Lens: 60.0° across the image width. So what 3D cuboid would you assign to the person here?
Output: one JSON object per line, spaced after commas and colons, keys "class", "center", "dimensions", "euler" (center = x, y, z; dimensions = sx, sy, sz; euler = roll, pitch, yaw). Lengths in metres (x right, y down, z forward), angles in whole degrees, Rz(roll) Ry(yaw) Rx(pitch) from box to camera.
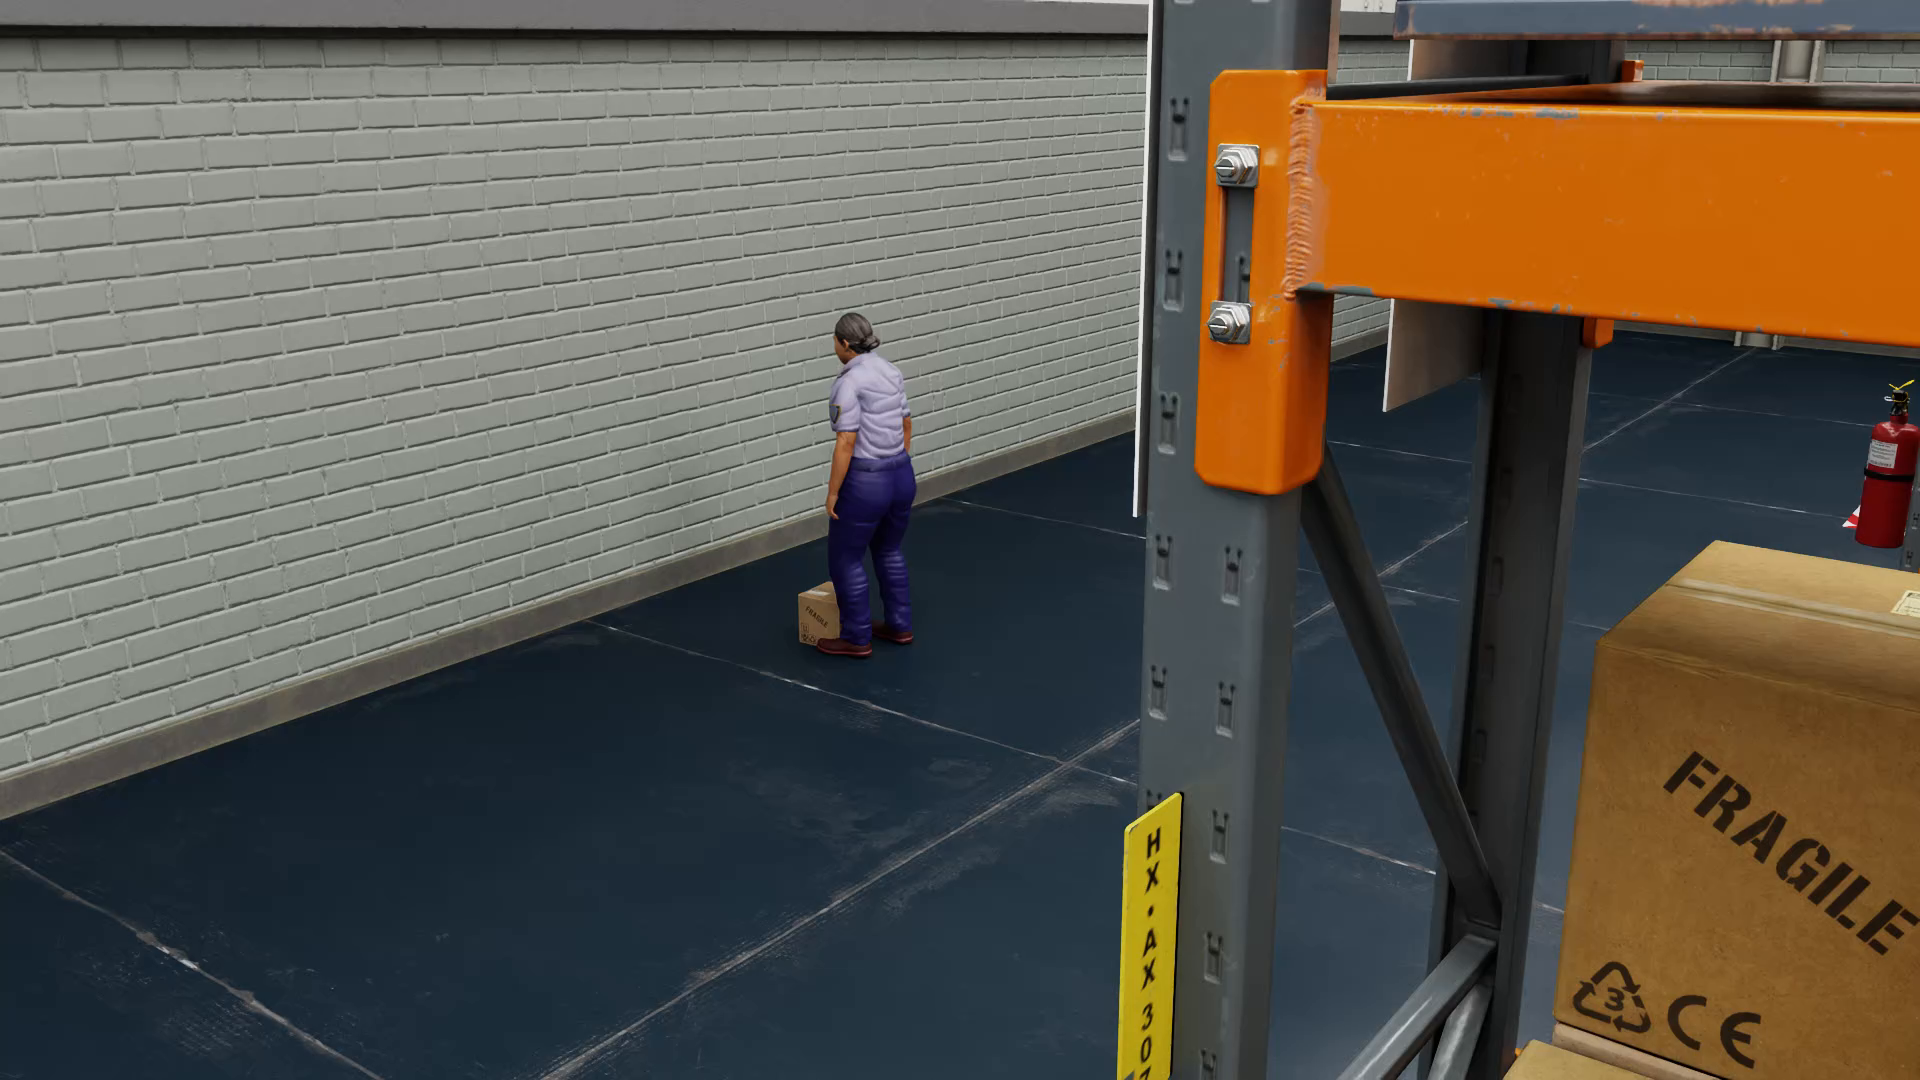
{"class": "person", "center": [-0.446, -0.259, 7.918], "dimensions": [0.415, 1.652, 0.537], "euler": [12, 21, 35]}
